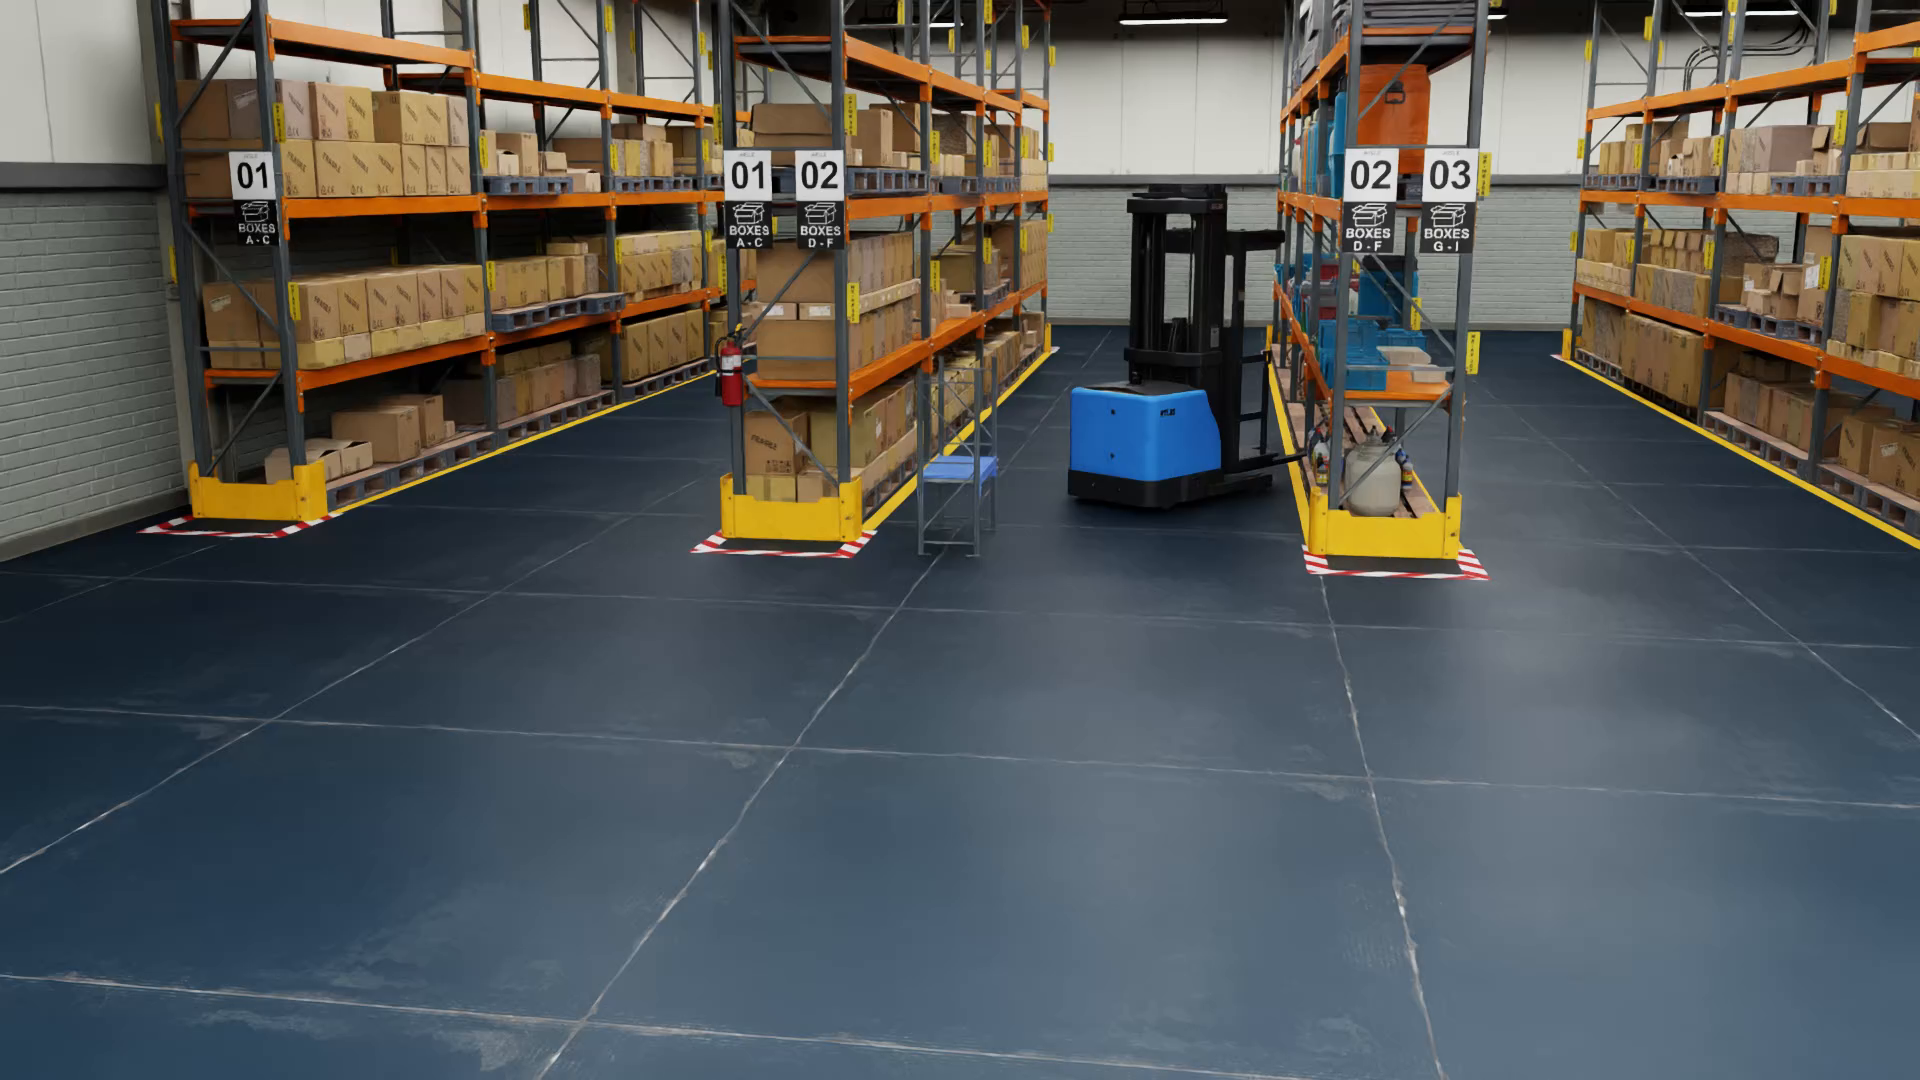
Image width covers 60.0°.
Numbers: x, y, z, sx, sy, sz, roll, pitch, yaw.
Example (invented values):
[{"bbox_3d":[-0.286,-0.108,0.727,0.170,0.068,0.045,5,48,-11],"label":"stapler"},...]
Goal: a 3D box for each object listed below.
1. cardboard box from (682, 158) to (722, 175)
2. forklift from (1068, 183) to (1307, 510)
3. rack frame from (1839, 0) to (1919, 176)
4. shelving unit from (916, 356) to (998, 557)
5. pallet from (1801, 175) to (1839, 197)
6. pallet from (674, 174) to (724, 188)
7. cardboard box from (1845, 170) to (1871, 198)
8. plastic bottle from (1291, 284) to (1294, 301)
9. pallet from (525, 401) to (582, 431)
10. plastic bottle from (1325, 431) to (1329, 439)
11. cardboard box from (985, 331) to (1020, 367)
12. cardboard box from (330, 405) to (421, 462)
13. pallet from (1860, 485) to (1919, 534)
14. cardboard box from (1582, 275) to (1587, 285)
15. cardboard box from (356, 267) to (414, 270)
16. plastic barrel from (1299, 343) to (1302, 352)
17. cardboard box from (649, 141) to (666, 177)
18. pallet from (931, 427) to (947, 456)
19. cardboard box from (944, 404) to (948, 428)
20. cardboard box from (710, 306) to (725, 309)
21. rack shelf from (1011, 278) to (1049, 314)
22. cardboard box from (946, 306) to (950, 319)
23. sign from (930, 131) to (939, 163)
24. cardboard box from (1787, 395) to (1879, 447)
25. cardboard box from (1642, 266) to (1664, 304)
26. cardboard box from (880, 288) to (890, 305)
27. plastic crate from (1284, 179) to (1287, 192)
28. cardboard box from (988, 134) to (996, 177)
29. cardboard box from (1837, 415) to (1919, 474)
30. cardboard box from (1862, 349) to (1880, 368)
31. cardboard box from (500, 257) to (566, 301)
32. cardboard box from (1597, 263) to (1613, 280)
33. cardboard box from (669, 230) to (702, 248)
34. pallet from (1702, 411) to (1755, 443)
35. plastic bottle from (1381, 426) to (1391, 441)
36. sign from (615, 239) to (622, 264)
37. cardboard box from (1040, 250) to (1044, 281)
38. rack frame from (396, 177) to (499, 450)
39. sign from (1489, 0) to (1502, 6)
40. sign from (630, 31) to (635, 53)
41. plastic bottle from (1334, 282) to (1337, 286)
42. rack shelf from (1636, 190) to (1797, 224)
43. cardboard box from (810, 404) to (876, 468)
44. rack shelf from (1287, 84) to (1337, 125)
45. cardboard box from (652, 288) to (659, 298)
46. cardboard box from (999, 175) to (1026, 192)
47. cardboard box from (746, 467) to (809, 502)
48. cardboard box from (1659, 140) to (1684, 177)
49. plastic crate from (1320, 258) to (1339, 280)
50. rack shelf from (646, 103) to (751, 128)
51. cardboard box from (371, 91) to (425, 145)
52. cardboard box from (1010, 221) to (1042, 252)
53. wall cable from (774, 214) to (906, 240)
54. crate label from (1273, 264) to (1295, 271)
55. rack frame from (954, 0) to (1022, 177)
[{"bbox_3d":[-4.111,-5.950,26.482,0.500,0.250,0.500,2,12,8],"label":"cardboard box"},{"bbox_3d":[2.405,-1.949,16.078,1.130,2.935,3.031,12,17,43],"label":"forklift"},{"bbox_3d":[8.975,-4.953,15.616,1.000,3.000,0.127,2,12,9],"label":"rack frame"},{"bbox_3d":[-0.013,-0.715,13.753,0.538,1.500,1.048,2,12,9],"label":"shelving unit"},{"bbox_3d":[9.175,-3.520,16.532,1.213,0.211,1.003,2,12,9],"label":"pallet"},{"bbox_3d":[-4.341,-5.760,26.691,1.003,0.211,1.213,2,12,9],"label":"pallet"},{"bbox_3d":[8.653,-3.328,15.551,0.500,0.250,0.500,1,12,6],"label":"cardboard box"},{"bbox_3d":[4.562,-3.359,22.735,0.061,0.283,0.133,2,12,9],"label":"plastic bottle"},{"bbox_3d":[-5.404,-1.555,20.710,1.003,0.211,1.213,2,12,9],"label":"pallet"},{"bbox_3d":[3.682,-0.944,16.658,0.061,0.283,0.133,2,12,9],"label":"plastic bottle"},{"bbox_3d":[0.625,-2.888,25.165,0.500,0.500,0.500,2,12,8],"label":"cardboard box"},{"bbox_3d":[-5.878,-1.073,16.742,0.700,0.500,0.500,1,12,5],"label":"cardboard box"},{"bbox_3d":[8.722,-0.261,14.706,1.003,0.211,1.213,2,12,9],"label":"pallet"},{"bbox_3d":[10.363,-4.225,27.077,0.380,0.149,0.250,2,12,7],"label":"cardboard box"},{"bbox_3d":[-6.070,-2.606,17.495,0.500,0.500,0.500,2,12,8],"label":"cardboard box"},{"bbox_3d":[5.102,-2.766,23.690,0.600,0.901,0.708,2,12,9],"label":"plastic barrel"},{"bbox_3d":[-4.743,-5.600,24.455,0.700,0.500,0.500,2,12,8],"label":"cardboard box"},{"bbox_3d":[-0.738,-1.134,18.752,1.003,0.211,1.213,2,12,9],"label":"pallet"},{"bbox_3d":[-0.426,-1.385,18.832,0.500,0.250,0.500,2,12,10],"label":"cardboard box"},{"bbox_3d":[-4.243,-3.920,28.459,0.380,0.149,0.250,2,12,9],"label":"cardboard box"},{"bbox_3d":[0.725,-4.072,27.476,1.077,0.370,4.000,2,12,9],"label":"rack shelf"},{"bbox_3d":[-0.338,-2.785,20.391,0.380,0.149,0.250,3,12,13],"label":"cardboard box"},{"bbox_3d":[-0.264,-4.082,17.280,0.100,0.325,0.005,2,12,9],"label":"sign"},{"bbox_3d":[9.183,-1.239,17.512,0.700,0.500,0.500,2,12,8],"label":"cardboard box"},{"bbox_3d":[9.811,-3.542,23.072,0.500,0.500,0.500,2,12,9],"label":"cardboard box"},{"bbox_3d":[-0.877,-2.325,15.884,0.380,0.149,0.250,2,12,11],"label":"cardboard box"},{"bbox_3d":[5.078,-5.307,24.881,0.450,0.188,0.662,2,12,9],"label":"plastic crate"},{"bbox_3d":[0.187,-5.534,23.962,0.600,0.600,0.600,2,12,8],"label":"cardboard box"},{"bbox_3d":[8.874,-0.922,16.086,0.500,0.500,0.500,1,12,7],"label":"cardboard box"},{"bbox_3d":[8.474,-1.655,15.148,0.380,0.149,0.250,2,12,9],"label":"cardboard box"},{"bbox_3d":[-5.325,-3.240,20.626,0.700,0.500,0.500,2,12,9],"label":"cardboard box"},{"bbox_3d":[10.251,-4.178,25.908,0.500,0.250,0.500,2,12,8],"label":"cardboard box"},{"bbox_3d":[-4.297,-4.632,25.597,0.500,0.250,0.500,2,12,10],"label":"cardboard box"},{"bbox_3d":[9.469,-1.327,19.651,1.003,0.211,1.213,2,12,9],"label":"pallet"},{"bbox_3d":[4.267,-0.957,16.560,0.144,0.351,0.185,2,12,7],"label":"plastic bottle"},{"bbox_3d":[-4.555,-3.846,22.159,0.100,0.325,0.005,2,12,9],"label":"sign"},{"bbox_3d":[1.157,-4.679,28.346,0.500,0.500,0.500,2,12,9],"label":"cardboard box"},{"bbox_3d":[-5.708,-2.502,18.482,1.000,3.000,0.127,2,12,9],"label":"rack frame"},{"bbox_3d":[4.009,-4.160,12.432,0.100,0.325,0.005,2,12,9],"label":"sign"},{"bbox_3d":[-5.022,-7.657,25.569,0.100,0.325,0.005,2,12,9],"label":"sign"},{"bbox_3d":[5.290,-3.482,23.335,0.097,0.271,0.097,0,12,0],"label":"plastic bottle"},{"bbox_3d":[9.898,-4.384,21.803,1.077,0.370,4.000,2,12,9],"label":"rack shelf"},{"bbox_3d":[-1.051,-0.946,15.011,0.500,0.500,0.500,2,12,9],"label":"cardboard box"},{"bbox_3d":[5.004,-5.815,22.274,1.077,0.370,4.000,2,12,9],"label":"rack shelf"},{"bbox_3d":[-4.588,-3.602,24.136,0.380,0.149,0.250,2,12,9],"label":"cardboard box"},{"bbox_3d":[0.737,-5.494,25.600,0.500,0.250,0.500,2,12,9],"label":"cardboard box"},{"bbox_3d":[-1.637,-0.492,14.685,0.500,0.250,0.500,2,12,9],"label":"cardboard box"},{"bbox_3d":[10.126,-5.285,23.043,0.700,0.500,0.500,2,12,10],"label":"cardboard box"},{"bbox_3d":[5.697,-4.084,25.531,0.402,0.464,0.583,2,12,9],"label":"plastic crate"},{"bbox_3d":[-4.170,-6.969,27.627,1.077,0.370,4.000,2,12,9],"label":"rack shelf"},{"bbox_3d":[-5.661,-4.179,16.486,0.500,0.500,0.500,1,12,7],"label":"cardboard box"},{"bbox_3d":[1.084,-5.063,27.755,0.500,0.500,0.500,2,12,10],"label":"cardboard box"},{"bbox_3d":[-2.639,-7.580,35.178,3.097,2.526,0.112,2,12,9],"label":"wall cable"},{"bbox_3d":[5.563,-4.586,28.406,0.416,0.233,0.303,2,12,9],"label":"crate label"},{"bbox_3d":[0.418,-6.940,24.836,1.000,3.000,0.127,2,12,9],"label":"rack frame"}]
